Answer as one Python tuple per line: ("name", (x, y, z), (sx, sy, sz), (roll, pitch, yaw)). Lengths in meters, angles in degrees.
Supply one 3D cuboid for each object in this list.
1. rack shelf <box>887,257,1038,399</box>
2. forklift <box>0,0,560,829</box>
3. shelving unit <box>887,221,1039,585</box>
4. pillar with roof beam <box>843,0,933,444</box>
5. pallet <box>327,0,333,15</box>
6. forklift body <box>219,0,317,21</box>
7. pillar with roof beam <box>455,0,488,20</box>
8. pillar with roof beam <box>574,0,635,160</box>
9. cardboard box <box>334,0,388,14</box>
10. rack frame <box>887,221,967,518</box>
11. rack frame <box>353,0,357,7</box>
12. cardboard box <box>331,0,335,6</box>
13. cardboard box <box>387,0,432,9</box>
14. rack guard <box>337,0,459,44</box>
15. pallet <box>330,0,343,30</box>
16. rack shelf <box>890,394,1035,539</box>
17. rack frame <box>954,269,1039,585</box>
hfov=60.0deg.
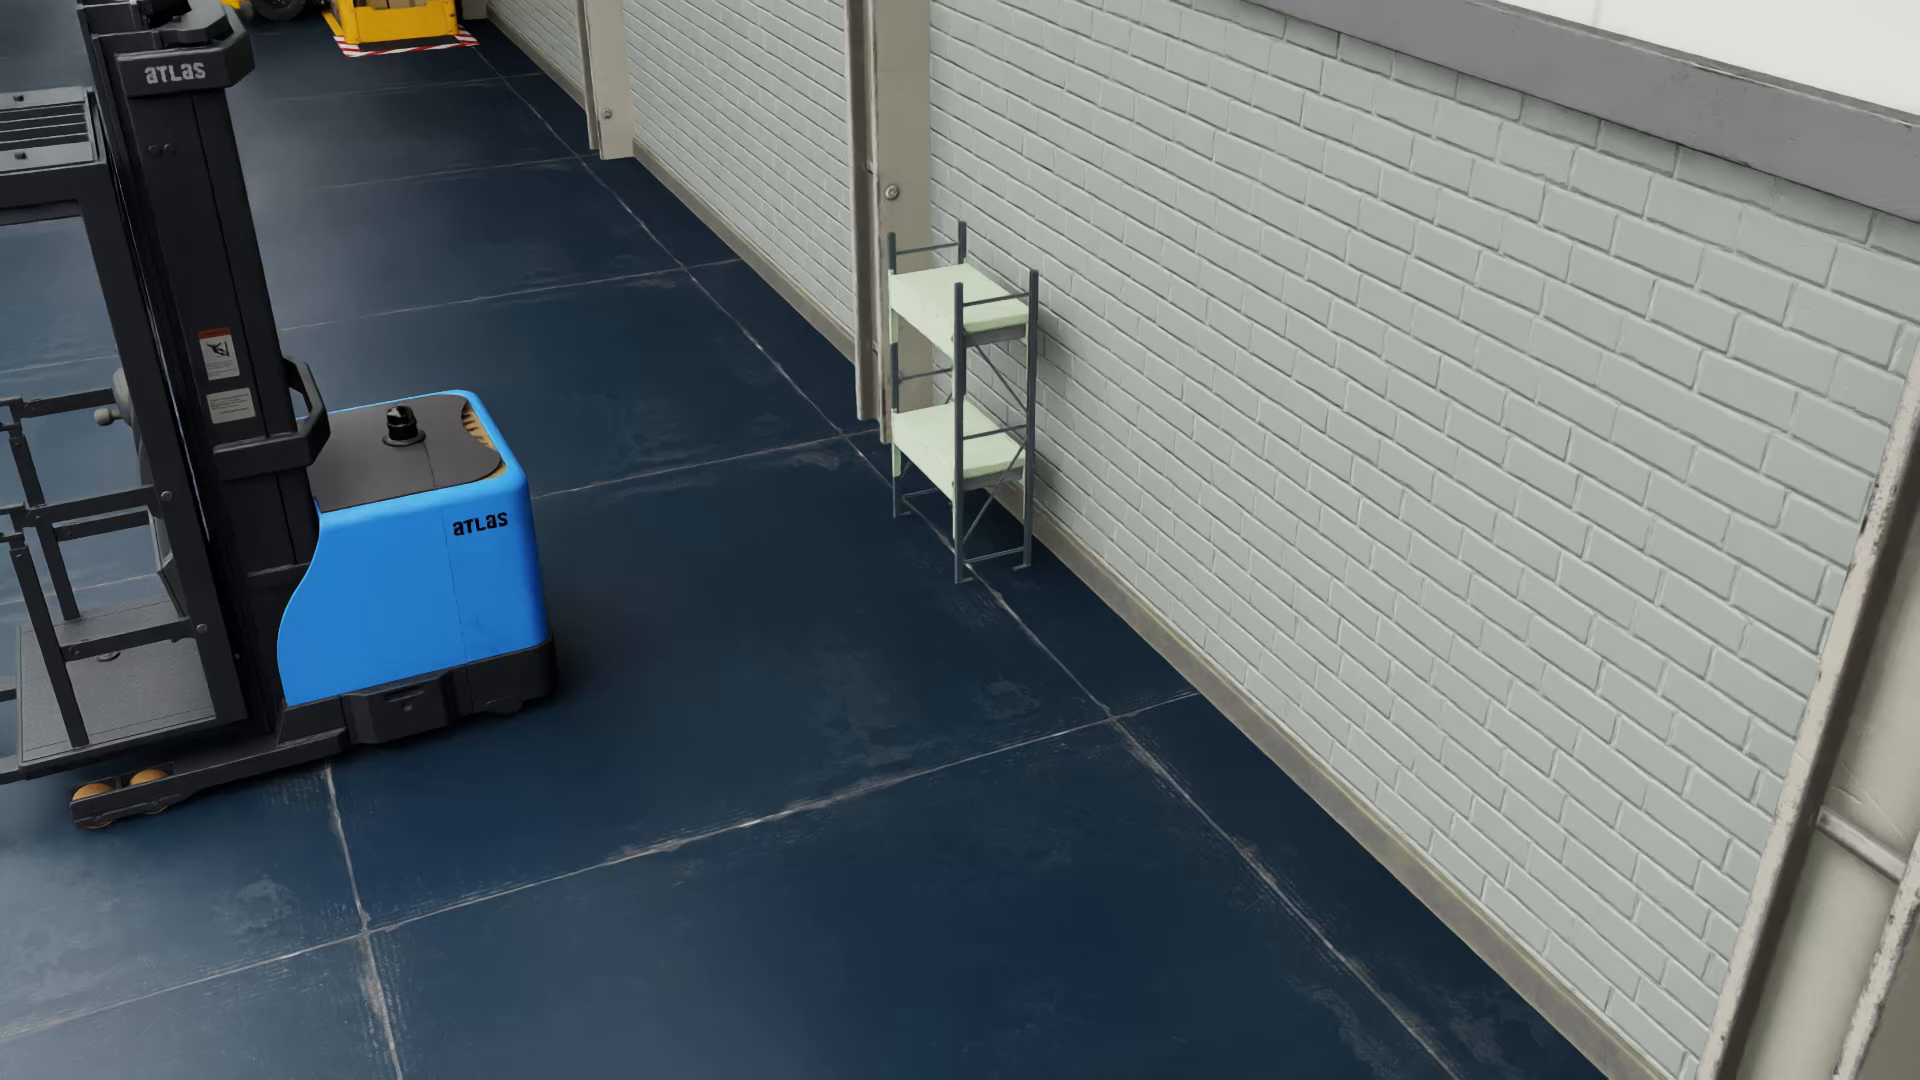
("rack shelf", (0.003, -0.992, 7.687), (0.431, 0.370, 0.720), (-13, 32, -22))
("forklift", (-3.245, -0.482, 6.113), (3.031, 2.935, 1.130), (-14, 32, -23))
("shelving unit", (0.003, -0.651, 7.878), (0.431, 1.500, 0.755), (-13, 32, -22))
("pillar with roof beam", (-4.255, -3.670, 5.594), (9.100, 9.000, 0.400), (-13, 32, -22))
("pallet", (-6.920, -6.412, 19.469), (1.003, 0.211, 1.213), (-13, 32, -22))
("forklift body", (-8.496, -6.846, 18.259), (2.313, 2.155, 1.214), (-13, 32, -22))
("pillar with roof beam", (-9.407, -8.971, 15.047), (9.100, 9.000, 0.400), (-13, 32, -22))
("pillar with roof beam", (-6.831, -6.320, 10.321), (9.100, 9.000, 0.400), (-13, 32, -22))
("cardboard box", (-6.521, -5.886, 18.062), (0.500, 0.250, 0.500), (-13, 32, -22))
("rack frame", (-0.154, -0.813, 8.166), (0.400, 1.500, 0.023), (-13, 32, -22))
("rack frame", (-6.034, -6.761, 17.241), (1.000, 3.000, 0.127), (-13, 32, -22))
("cardboard box", (-6.726, -6.108, 18.458), (0.500, 0.250, 0.500), (-13, 32, -22))
("cardboard box", (-6.068, -6.003, 18.271), (0.500, 0.250, 0.500), (-13, 32, -22))
("rack guard", (-6.024, -5.660, 17.833), (1.175, 0.500, 0.348), (-13, 32, -22))
("pallet", (-6.400, -5.874, 18.509), (1.003, 0.211, 1.213), (-13, 32, -22))
("rack shelf", (0.003, -0.367, 8.037), (0.431, 0.370, 0.720), (-13, 32, -22))
("rack frame", (0.160, -0.490, 7.590), (0.400, 1.500, 0.023), (-13, 32, -22))
